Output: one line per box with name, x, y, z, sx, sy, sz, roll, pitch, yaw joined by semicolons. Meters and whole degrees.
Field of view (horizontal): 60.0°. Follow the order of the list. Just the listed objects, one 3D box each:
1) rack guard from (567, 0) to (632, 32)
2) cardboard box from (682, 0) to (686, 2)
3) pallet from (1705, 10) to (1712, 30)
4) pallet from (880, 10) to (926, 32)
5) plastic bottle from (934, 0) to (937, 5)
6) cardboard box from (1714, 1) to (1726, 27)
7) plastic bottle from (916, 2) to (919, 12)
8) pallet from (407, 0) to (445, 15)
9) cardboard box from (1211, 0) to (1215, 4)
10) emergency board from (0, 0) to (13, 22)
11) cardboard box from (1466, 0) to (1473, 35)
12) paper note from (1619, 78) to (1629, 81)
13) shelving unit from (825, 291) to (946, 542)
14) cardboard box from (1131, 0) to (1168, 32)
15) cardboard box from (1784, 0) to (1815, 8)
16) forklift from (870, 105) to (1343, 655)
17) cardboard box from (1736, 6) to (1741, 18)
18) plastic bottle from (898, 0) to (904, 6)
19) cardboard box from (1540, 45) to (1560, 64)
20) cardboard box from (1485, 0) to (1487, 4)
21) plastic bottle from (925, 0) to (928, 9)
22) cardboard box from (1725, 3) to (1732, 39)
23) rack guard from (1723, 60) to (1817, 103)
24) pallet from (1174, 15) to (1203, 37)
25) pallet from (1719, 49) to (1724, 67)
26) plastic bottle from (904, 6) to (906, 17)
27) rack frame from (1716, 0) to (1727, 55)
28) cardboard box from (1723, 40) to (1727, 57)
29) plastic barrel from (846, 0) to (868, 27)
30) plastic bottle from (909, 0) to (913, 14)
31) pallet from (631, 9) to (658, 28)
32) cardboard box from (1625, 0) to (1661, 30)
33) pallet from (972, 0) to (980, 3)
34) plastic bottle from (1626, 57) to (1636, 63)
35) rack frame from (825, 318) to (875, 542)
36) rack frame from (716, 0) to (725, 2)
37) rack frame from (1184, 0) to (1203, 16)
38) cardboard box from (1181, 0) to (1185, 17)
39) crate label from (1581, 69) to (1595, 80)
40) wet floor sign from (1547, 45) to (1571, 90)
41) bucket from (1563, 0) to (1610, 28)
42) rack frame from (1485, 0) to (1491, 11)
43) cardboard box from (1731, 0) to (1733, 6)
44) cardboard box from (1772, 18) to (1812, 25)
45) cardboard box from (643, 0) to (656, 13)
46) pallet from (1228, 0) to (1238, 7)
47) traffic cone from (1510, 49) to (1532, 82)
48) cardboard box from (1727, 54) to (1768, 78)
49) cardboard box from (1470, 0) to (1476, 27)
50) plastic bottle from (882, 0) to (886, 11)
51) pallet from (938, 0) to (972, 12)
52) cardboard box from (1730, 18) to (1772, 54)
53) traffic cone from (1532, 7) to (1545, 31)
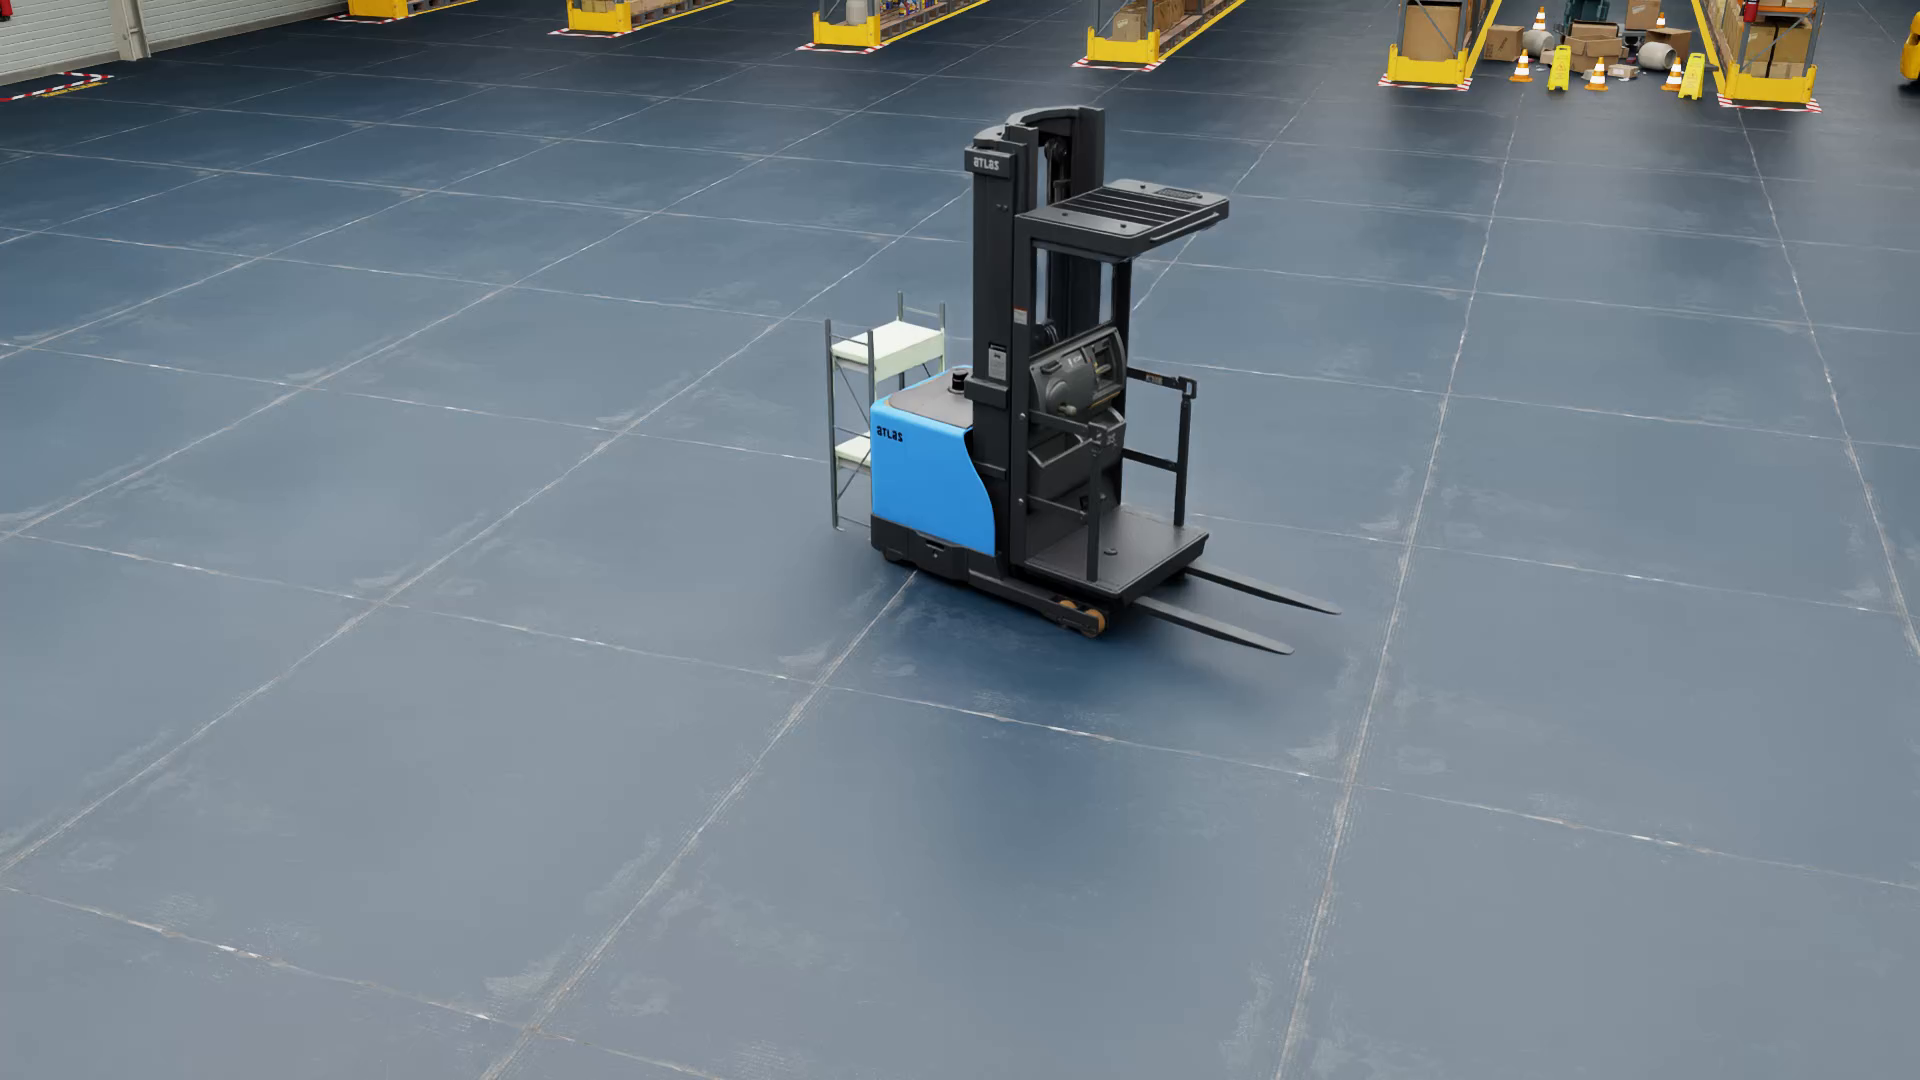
rack guard;-6.650;-9.668;30.645;1.175;0.500;0.348;9;27;17
cardboard box;-5.588;-10.764;32.714;0.500;0.250;0.500;9;27;17
pallet;14.444;-9.640;30.917;1.003;0.211;1.213;9;27;17
pallet;-1.309;-9.699;31.040;1.003;0.211;1.213;9;27;17
plastic bottle;-0.490;-10.457;32.018;0.061;0.283;0.133;10;28;20
cardboard box;14.012;-9.376;29.706;0.950;0.372;0.625;10;27;19
plastic bottle;-0.827;-10.029;31.227;0.097;0.201;0.097;0;26;0
pallet;-10.986;-10.625;32.952;1.003;0.211;1.213;9;27;17
cardboard box;4.616;-10.754;32.383;0.700;0.500;0.500;6;27;13
emergency board;-14.753;-8.457;25.276;0.194;1.169;0.643;9;27;17
cardboard box;8.398;-9.232;28.832;0.875;0.875;0.875;9;27;18
paper note;10.481;-7.269;26.228;0.148;0.019;0.142;0;26;-1
shelving unit;-0.487;-0.833;11.248;0.431;1.500;0.755;19;32;34
cardboard box;3.315;-9.188;29.172;0.500;0.500;0.500;11;28;22
cardboard box;12.352;-7.924;24.463;0.380;0.149;0.250;9;27;18
forklift;0.881;-0.993;9.938;3.031;2.935;1.130;19;32;34
cardboard box;12.210;-8.139;25.687;0.380;0.149;0.250;9;27;18
plastic bottle;-1.165;-10.440;31.906;0.144;0.351;0.185;9;27;17
cardboard box;9.838;-8.044;27.559;0.396;0.266;0.258;14;29;26
cardboard box;9.717;-10.831;32.278;1.050;0.750;0.750;8;27;17
plastic bottle;-0.663;-10.244;31.578;0.061;0.283;0.133;11;28;21
cardboard box;12.756;-8.436;27.043;0.500;0.500;0.500;10;28;20
rack guard;12.069;-6.834;24.791;1.175;0.500;0.348;9;27;17
pallet;3.839;-9.473;30.572;1.003;0.211;1.213;9;27;17
pallet;13.184;-8.036;27.604;1.003;0.211;1.213;9;27;17
plastic bottle;-1.041;-9.764;30.681;0.097;0.201;0.097;0;26;0
rack frame;13.374;-9.572;27.577;1.000;3.000;0.127;9;27;17
cardboard box;12.582;-7.880;26.757;0.500;0.250;0.500;8;27;17
plastic barrel;-1.826;-9.434;29.666;0.421;0.512;0.421;0;26;0
plastic bottle;-0.928;-9.935;30.954;0.097;0.271;0.097;0;26;0
pallet;-6.427;-9.868;31.390;1.003;0.211;1.213;9;27;17
cardboard box;11.686;-9.033;28.464;0.500;0.500;0.500;9;27;17
pallet;-0.012;-11.303;34.353;1.003;0.211;1.213;9;27;17
plastic bottle;11.176;-7.991;27.684;0.133;0.061;0.283;14;29;26
rack frame;-0.713;-0.707;10.989;0.400;1.500;0.023;19;32;34
rack frame;-5.311;-12.447;33.515;1.000;3.000;0.127;9;27;17
rack frame;4.029;-11.009;30.545;1.000;3.000;0.127;9;27;17
cardboard box;3.858;-9.914;30.671;0.500;0.500;0.500;8;27;16
crate label;10.013;-7.357;26.287;0.250;0.136;0.298;-5;26;-9
wet floor sign;9.199;-7.246;25.474;0.267;0.644;0.232;4;26;8
bucket;10.802;-9.069;28.550;0.726;0.611;0.620;20;22;35
rack frame;10.004;-11.892;32.369;1.000;3.000;0.127;9;27;17
cardboard box;12.656;-8.695;26.835;0.380;0.149;0.250;10;28;19
cardboard box;12.750;-7.734;25.594;0.500;0.500;0.500;8;27;16
cardboard box;-6.091;-10.149;31.442;0.500;0.250;0.500;9;27;17
pallet;5.099;-11.077;33.885;1.003;0.211;1.213;9;27;17
traffic cone;8.858;-7.475;26.157;0.336;0.463;0.334;9;27;17
cardboard box;12.067;-7.260;25.477;0.500;0.250;0.500;9;27;17
cardboard box;8.795;-9.693;29.926;1.050;0.750;0.750;9;27;17
plastic bottle;-1.439;-10.066;31.304;0.097;0.201;0.097;0;26;0
pallet;-0.417;-10.800;33.314;1.003;0.211;1.213;9;27;17
cardboard box;12.235;-7.799;25.728;0.500;0.500;0.500;10;28;19
traffic cone;10.543;-9.438;30.213;0.336;0.463;0.334;9;27;17
